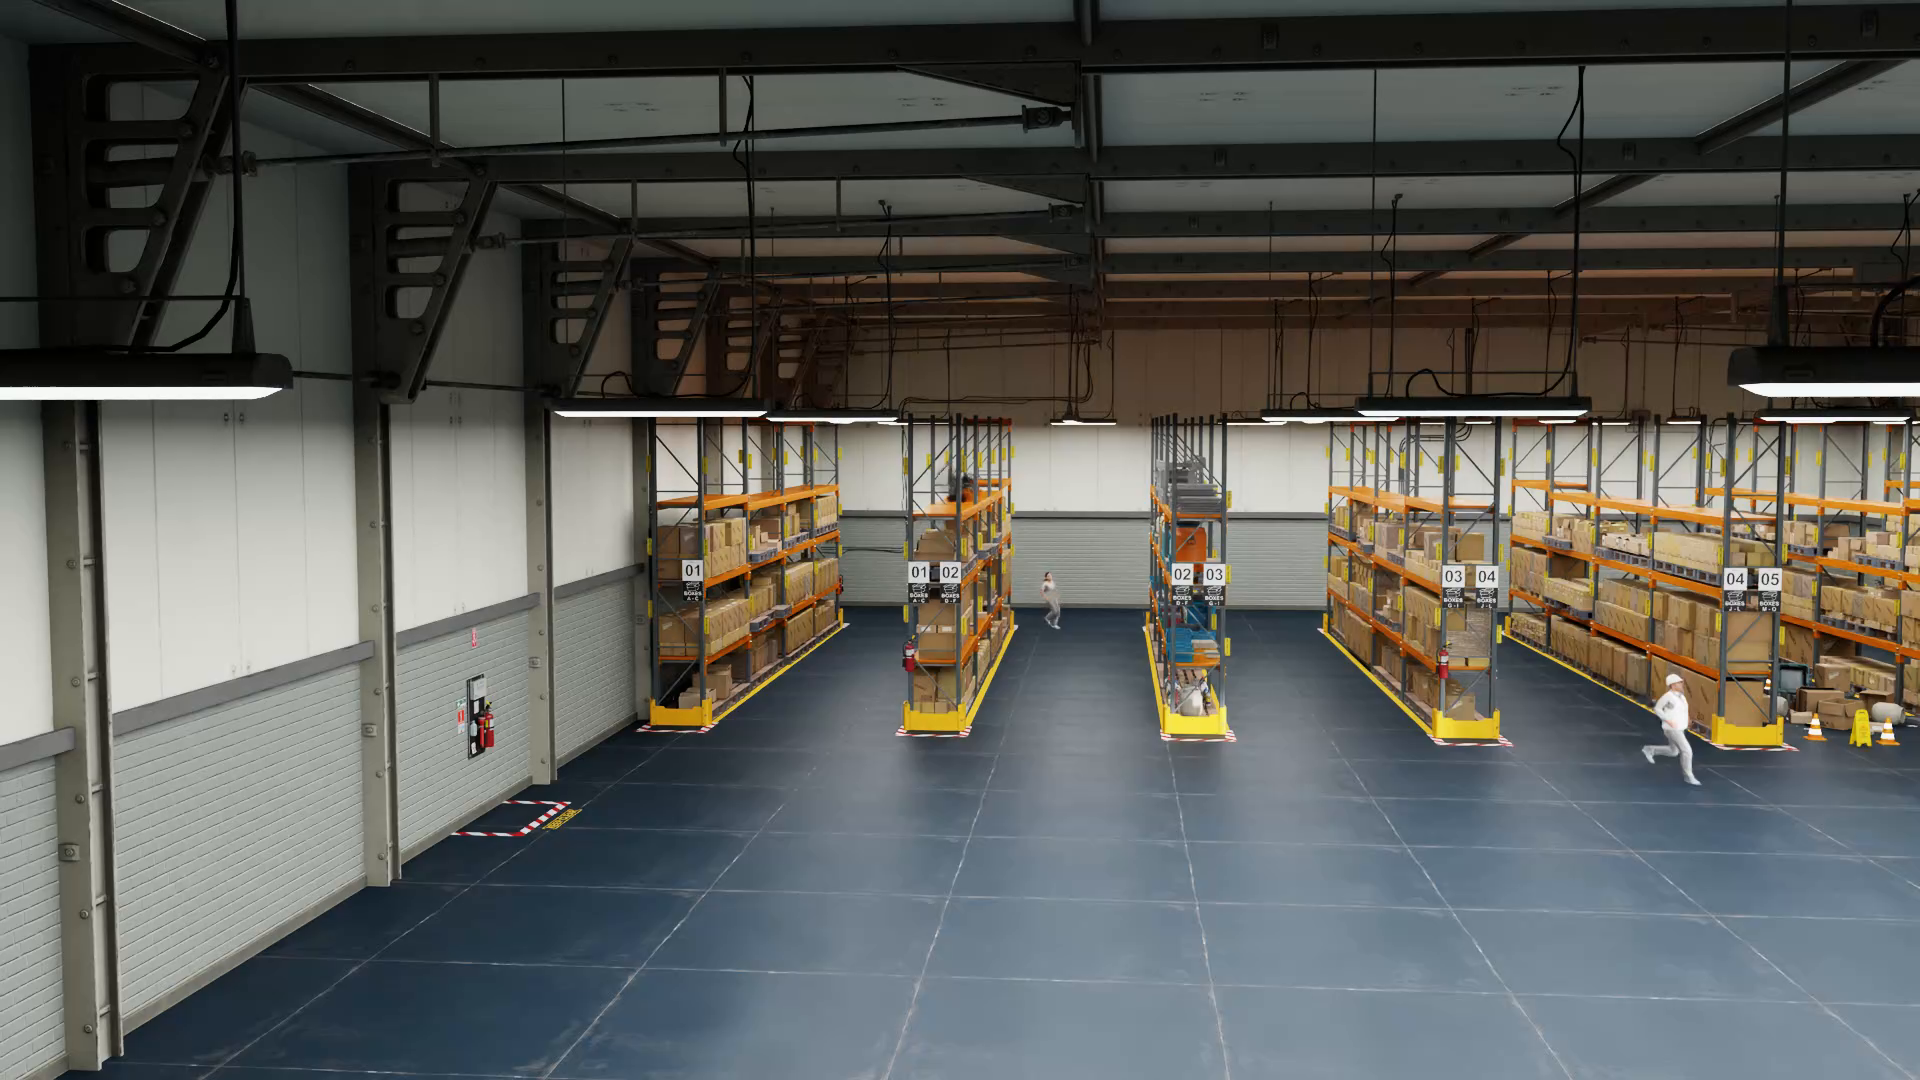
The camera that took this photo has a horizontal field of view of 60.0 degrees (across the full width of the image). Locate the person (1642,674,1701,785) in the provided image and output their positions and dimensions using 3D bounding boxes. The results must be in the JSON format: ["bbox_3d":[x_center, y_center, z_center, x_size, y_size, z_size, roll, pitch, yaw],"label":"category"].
[{"bbox_3d":[11.579,3.059,27.041,0.994,1.767,0.640,3,5,42],"label":"person"}]

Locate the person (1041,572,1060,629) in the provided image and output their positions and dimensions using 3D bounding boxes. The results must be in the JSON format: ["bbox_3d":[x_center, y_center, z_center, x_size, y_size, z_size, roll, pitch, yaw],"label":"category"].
[{"bbox_3d":[2.597,1.730,47.572,0.520,1.628,0.597,4,5,45],"label":"person"}]
